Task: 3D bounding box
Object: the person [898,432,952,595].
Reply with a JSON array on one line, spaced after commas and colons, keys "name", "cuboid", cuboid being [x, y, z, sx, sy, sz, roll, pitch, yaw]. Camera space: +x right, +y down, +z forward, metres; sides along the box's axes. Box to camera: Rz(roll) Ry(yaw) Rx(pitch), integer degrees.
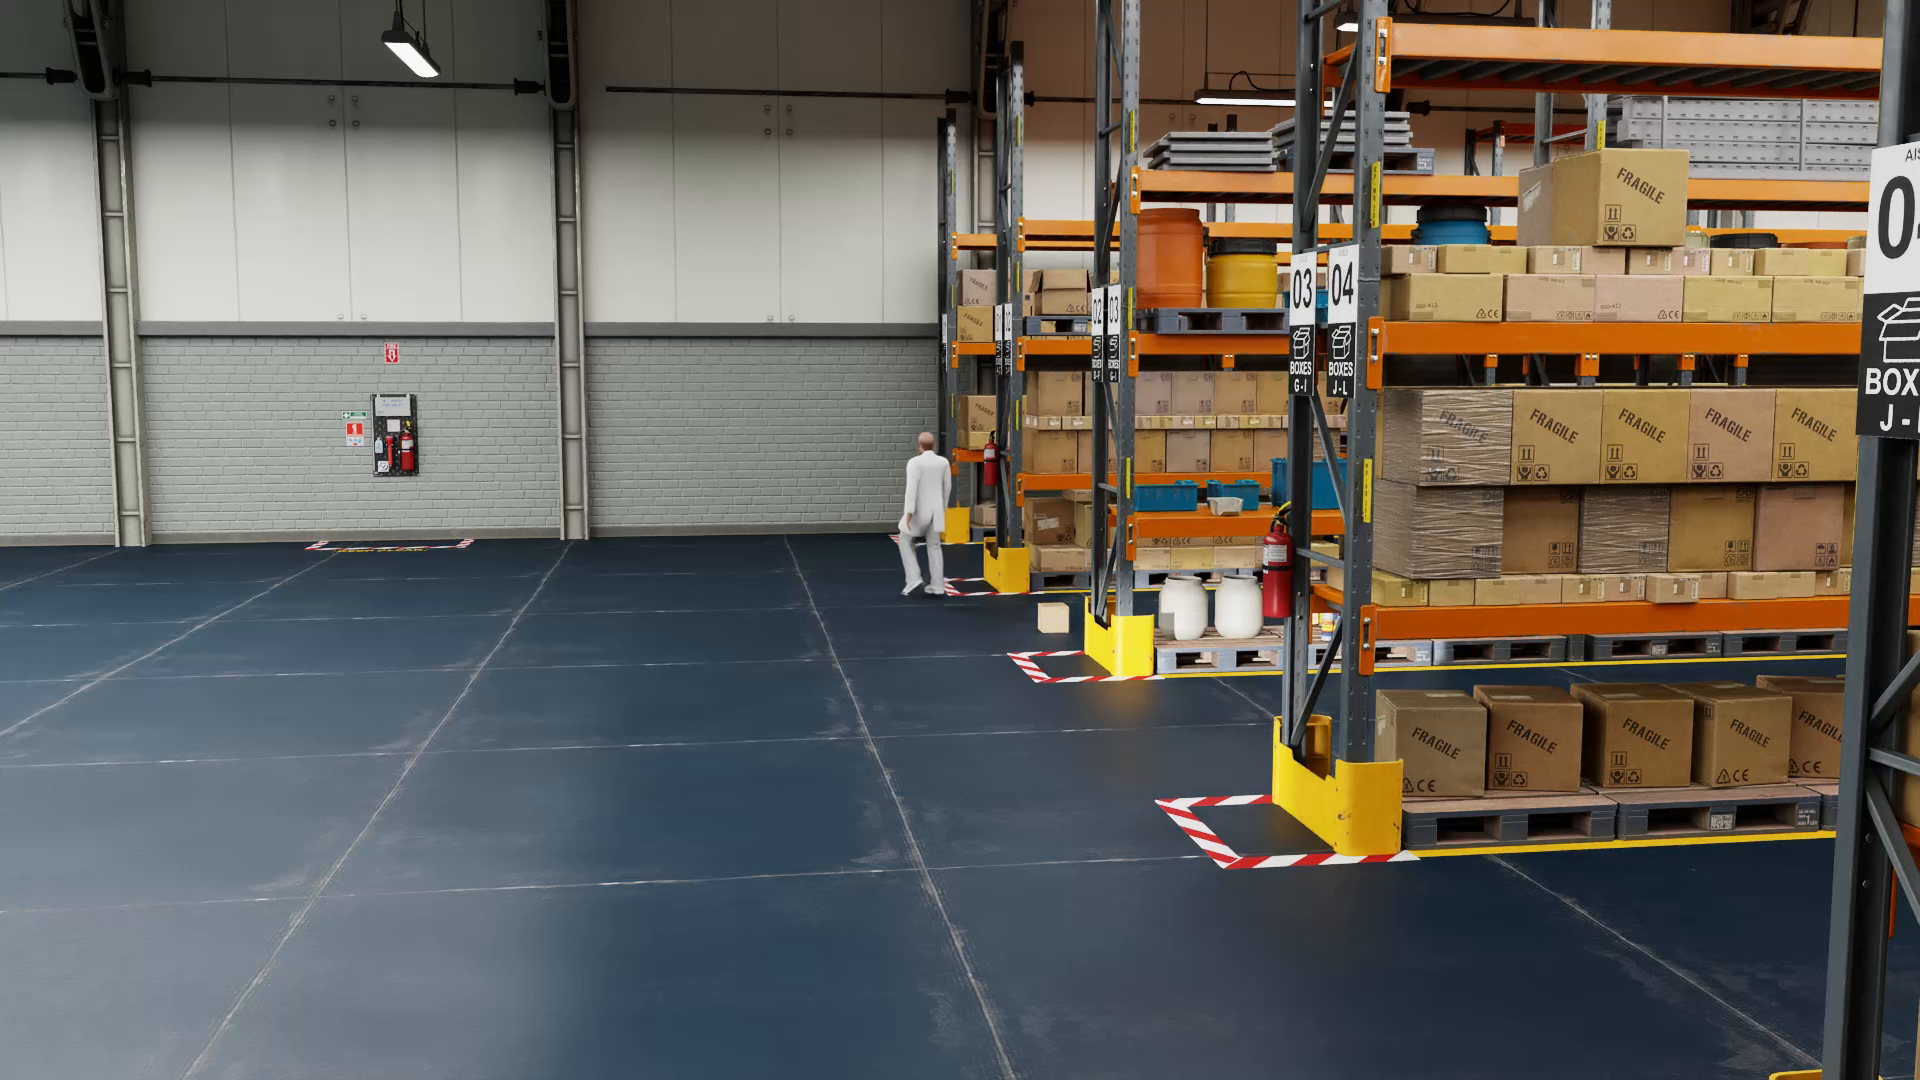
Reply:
[{"name": "person", "cuboid": [-0.382, -0.263, 18.171, 0.637, 1.838, 0.589, -4, 7, -30]}]
